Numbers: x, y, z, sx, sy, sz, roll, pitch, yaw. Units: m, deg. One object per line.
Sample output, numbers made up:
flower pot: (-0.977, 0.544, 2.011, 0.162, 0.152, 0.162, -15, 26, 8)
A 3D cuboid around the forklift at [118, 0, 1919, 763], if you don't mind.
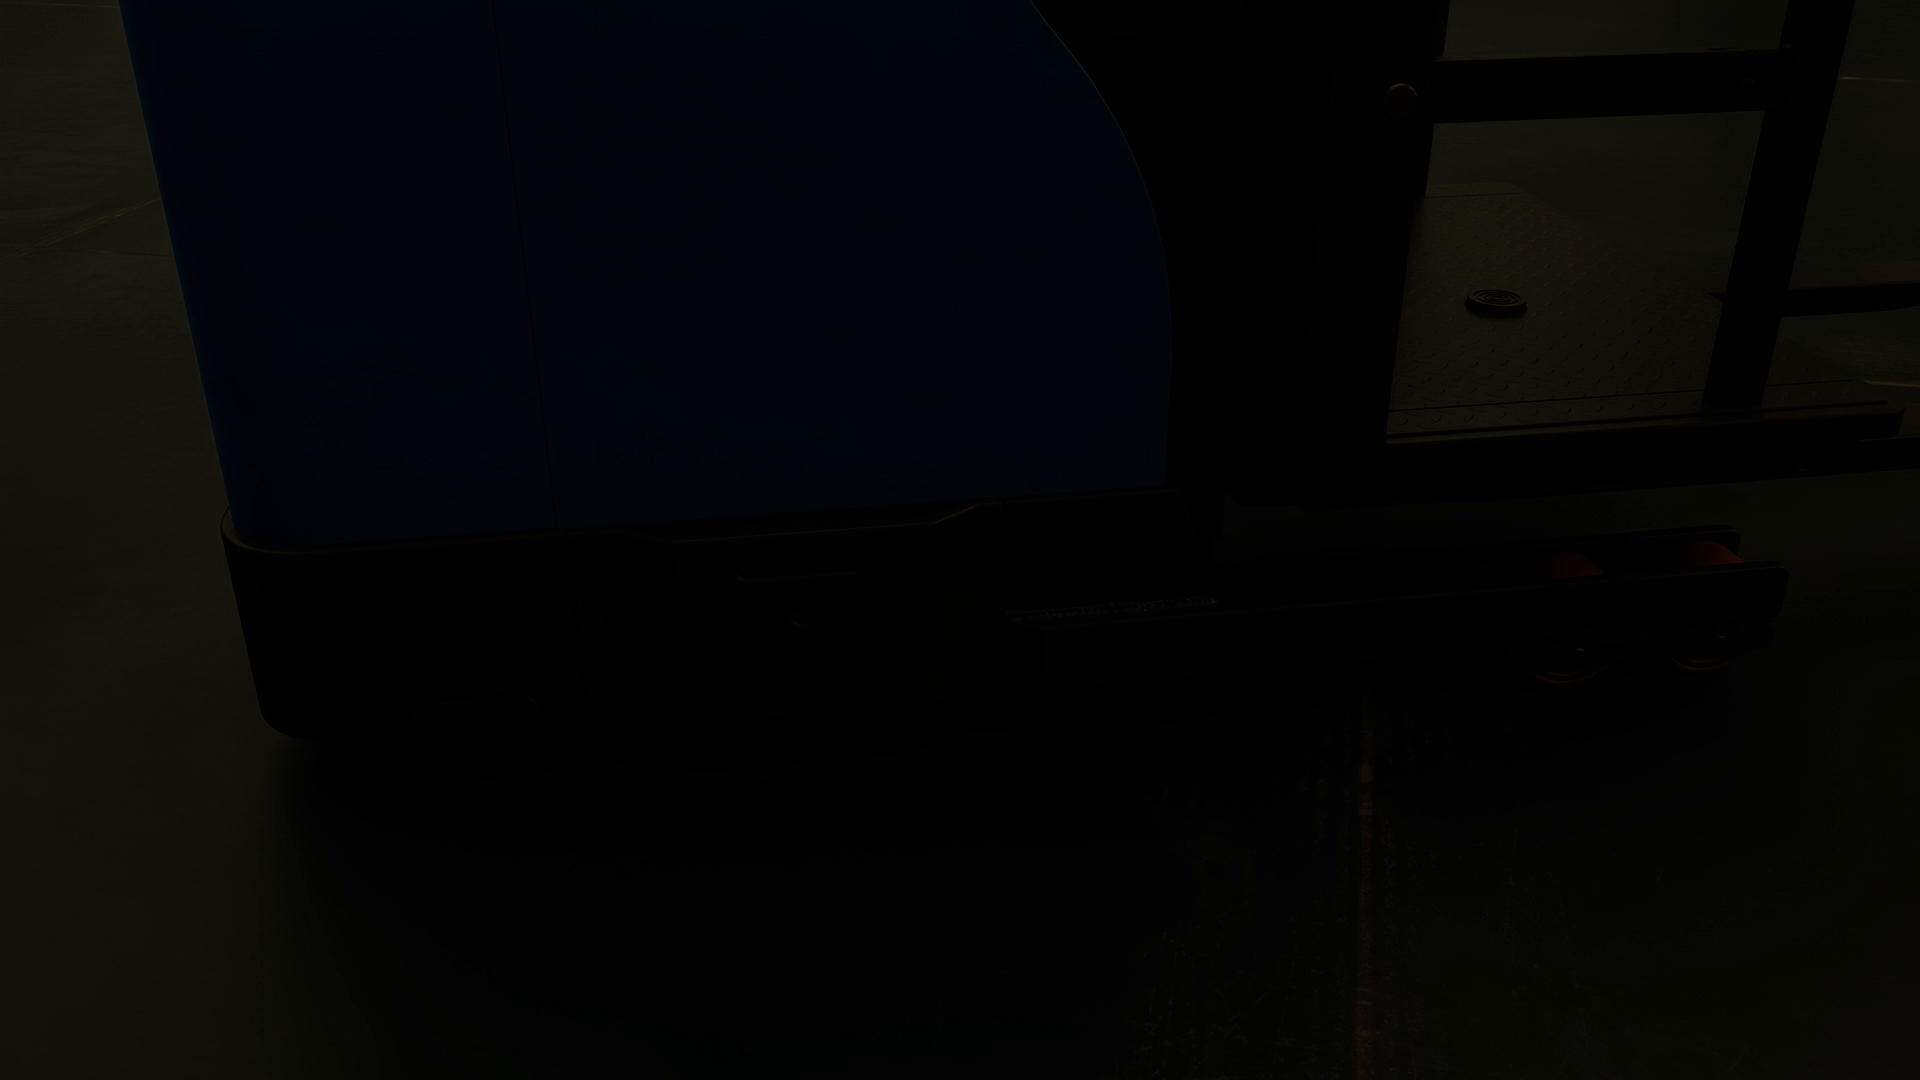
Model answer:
forklift: (0.600, -1.354, 1.930, 3.031, 2.935, 1.130, -4, 27, -9)
